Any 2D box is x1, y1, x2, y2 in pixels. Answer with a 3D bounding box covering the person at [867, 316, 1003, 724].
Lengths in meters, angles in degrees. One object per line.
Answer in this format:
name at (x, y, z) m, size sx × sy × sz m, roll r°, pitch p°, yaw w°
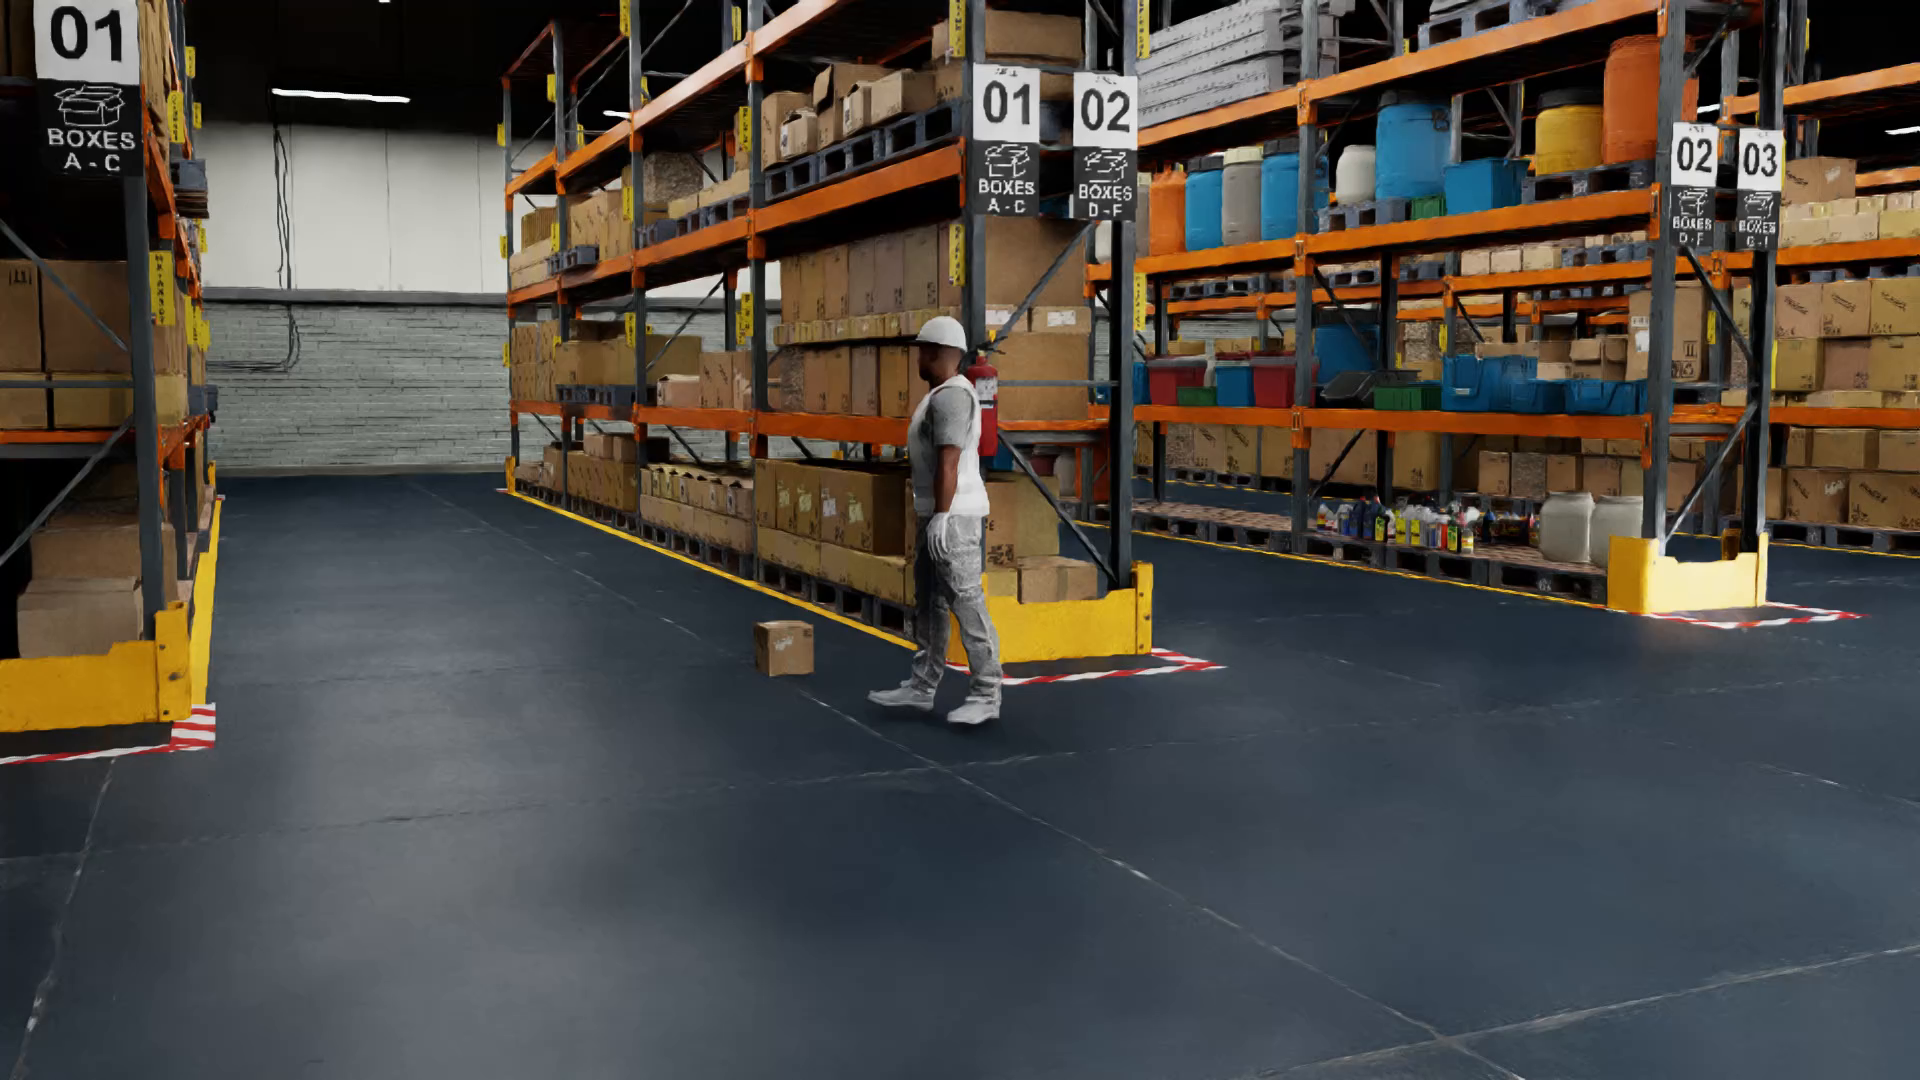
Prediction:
person at (-0.126, -0.103, 7.426) m, size 0.581 × 1.784 × 0.690 m, roll -1°, pitch 5°, yaw -6°
